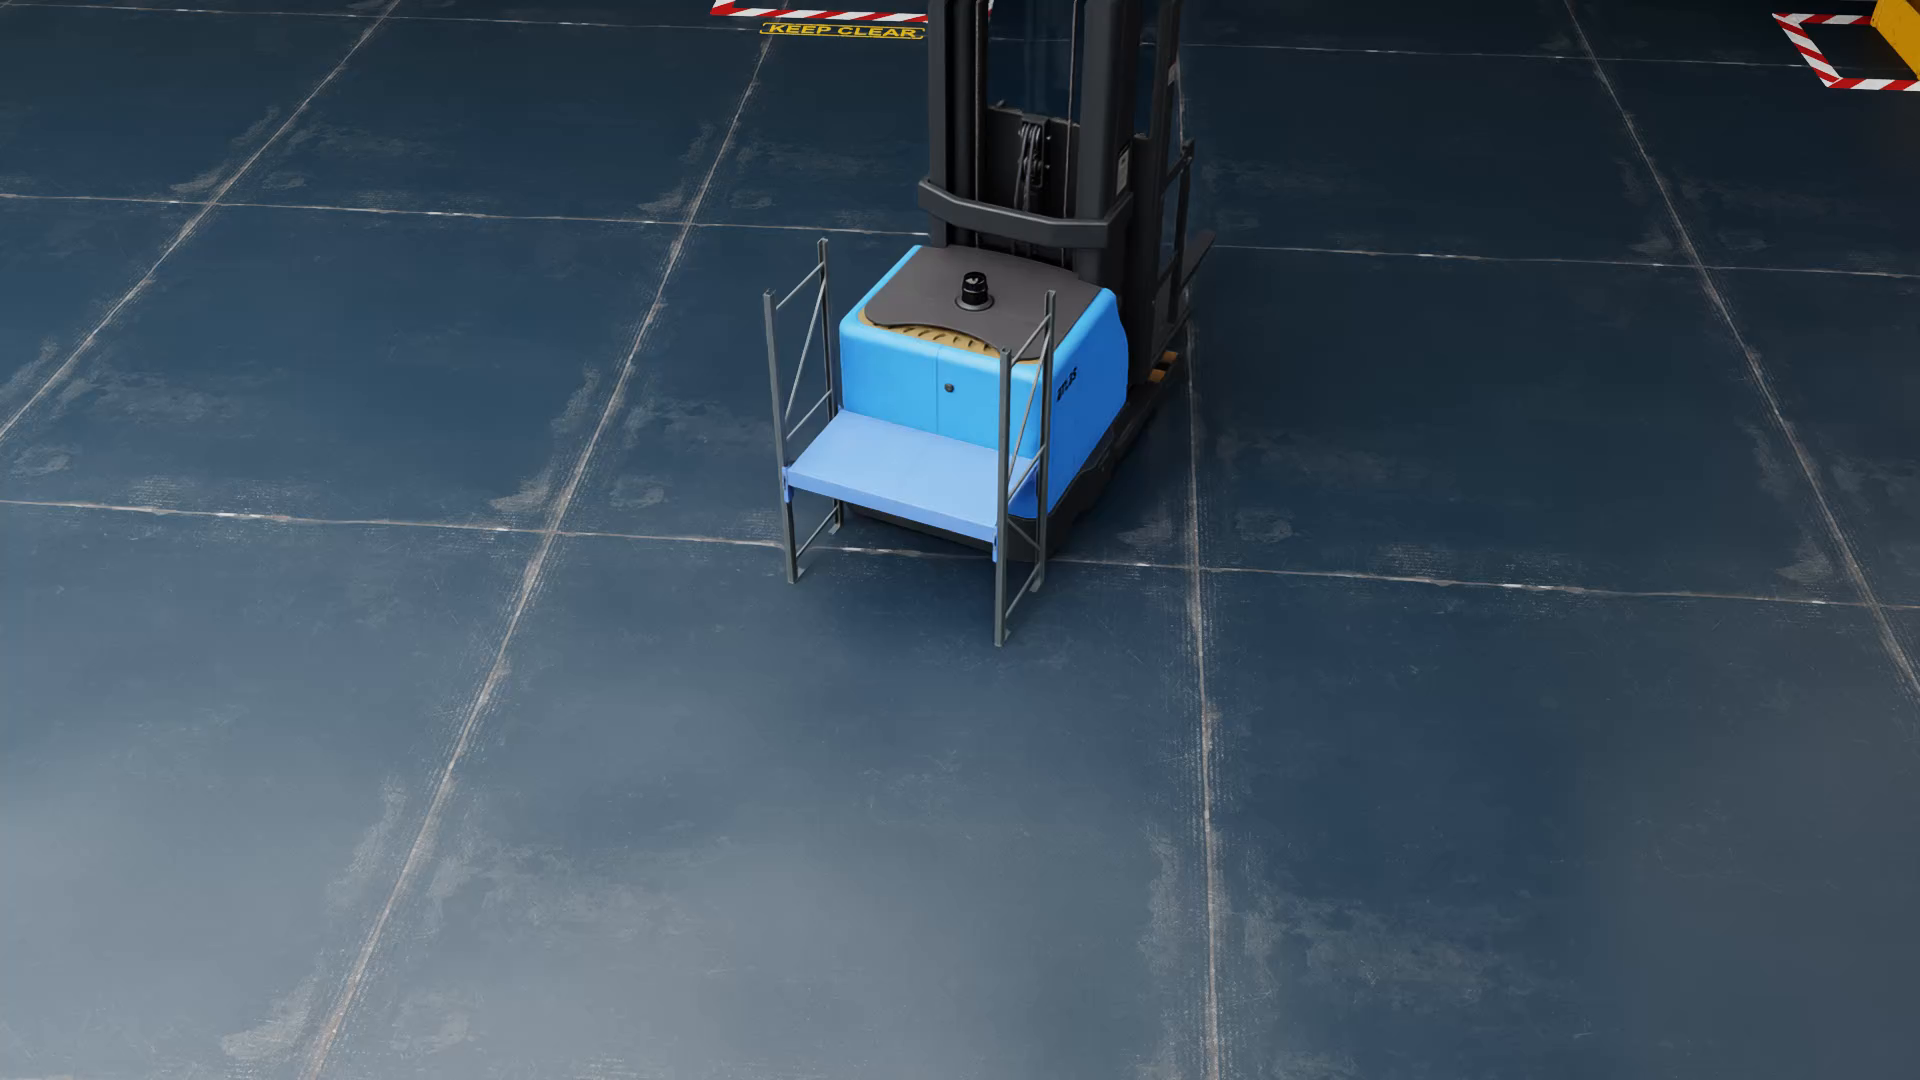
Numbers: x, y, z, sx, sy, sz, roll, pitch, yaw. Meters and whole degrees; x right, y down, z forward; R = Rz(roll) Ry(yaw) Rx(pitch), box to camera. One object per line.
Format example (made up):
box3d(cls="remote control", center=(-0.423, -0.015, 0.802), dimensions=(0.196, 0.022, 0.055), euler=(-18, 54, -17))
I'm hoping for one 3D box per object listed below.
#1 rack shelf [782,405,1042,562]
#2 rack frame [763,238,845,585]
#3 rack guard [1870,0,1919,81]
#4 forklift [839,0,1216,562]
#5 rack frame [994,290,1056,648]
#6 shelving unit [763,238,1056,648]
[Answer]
box3d(cls="rack shelf", center=(-0.198, -0.255, 7.161), dimensions=(1.000, 0.185, 0.538), euler=(16, 42, 19))
box3d(cls="rack frame", center=(-0.661, -0.527, 7.209), dimensions=(0.032, 1.500, 0.500), euler=(16, 42, 19))
box3d(cls="rack guard", center=(6.986, -3.748, 11.959), dimensions=(0.348, 0.500, 1.175), euler=(3, 39, 4))
box3d(cls="forklift", center=(0.534, -1.964, 7.841), dimensions=(1.130, 2.935, 3.031), euler=(16, 42, 19))
box3d(cls="rack frame", center=(0.266, -0.263, 6.885), dimensions=(0.032, 1.500, 0.500), euler=(16, 42, 19))
box3d(cls="shelving unit", center=(-0.198, -0.395, 7.047), dimensions=(1.048, 1.500, 0.538), euler=(16, 42, 19))
